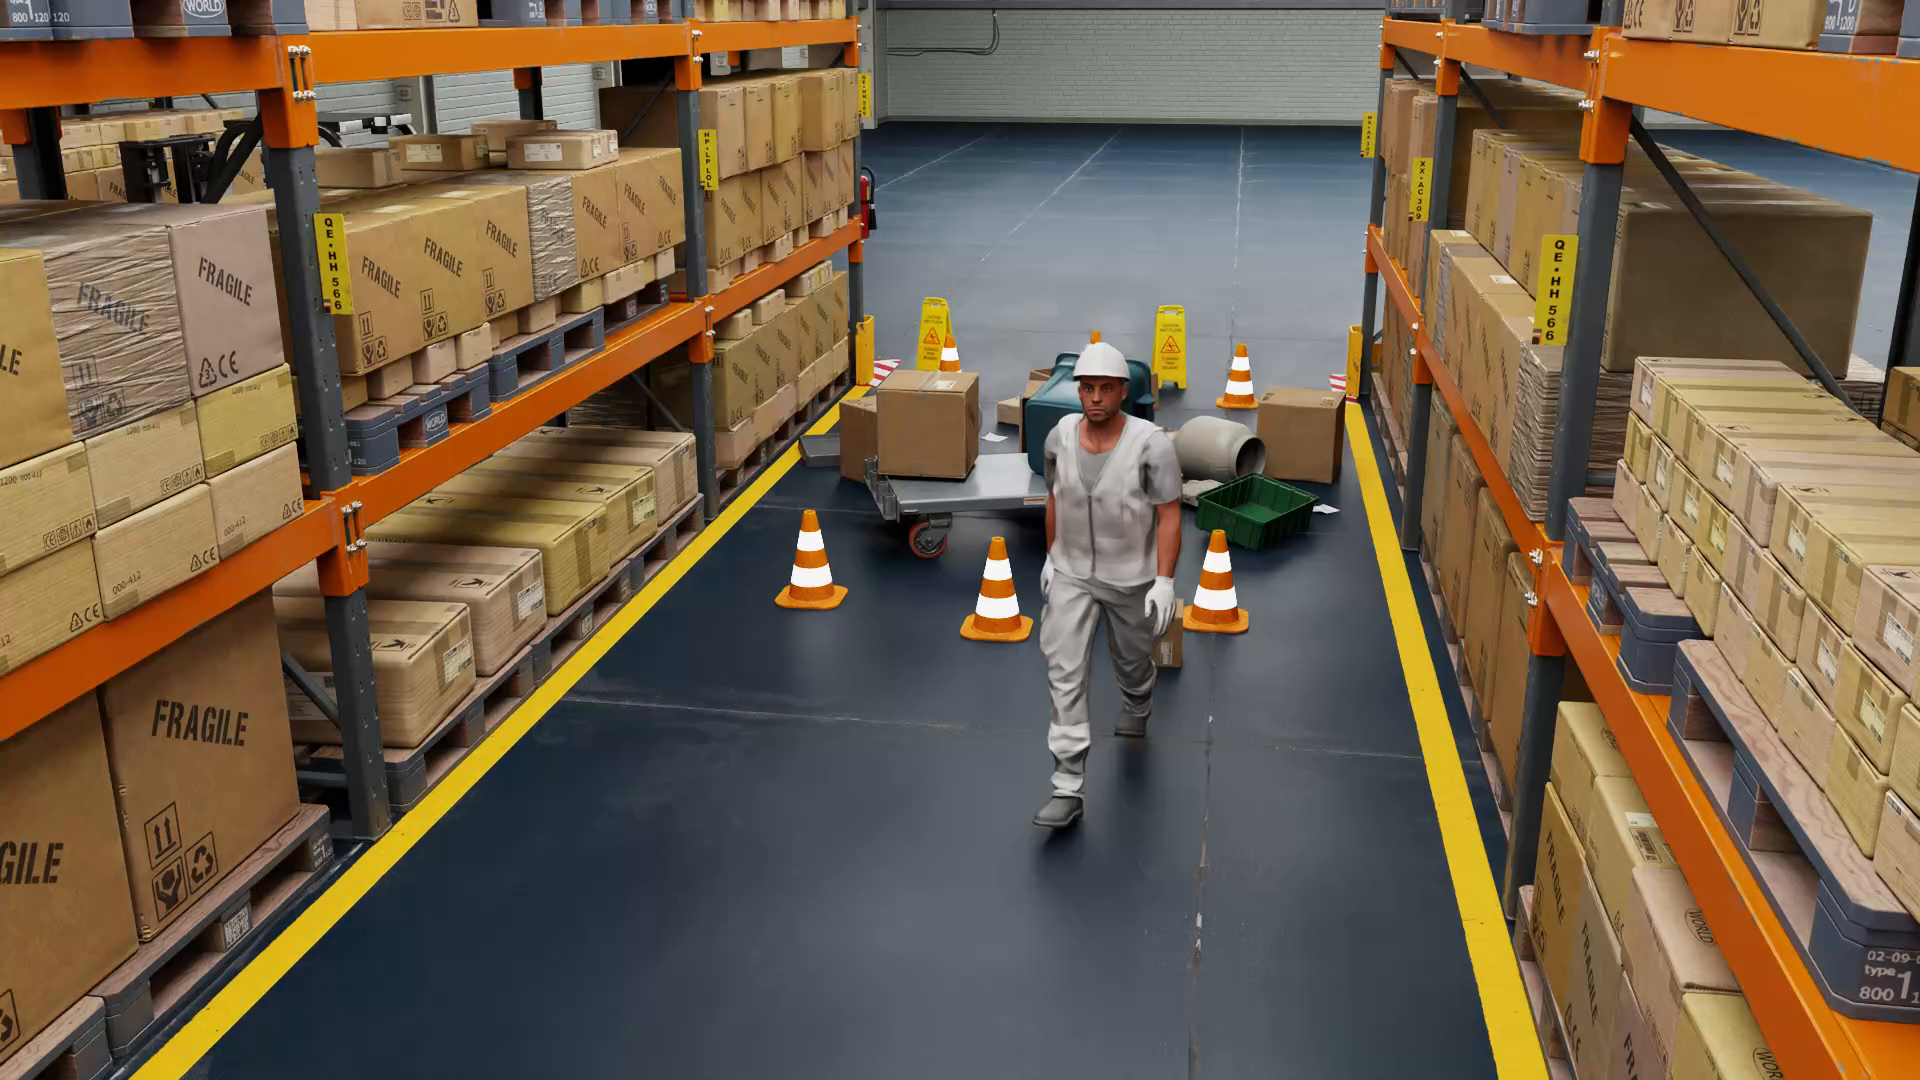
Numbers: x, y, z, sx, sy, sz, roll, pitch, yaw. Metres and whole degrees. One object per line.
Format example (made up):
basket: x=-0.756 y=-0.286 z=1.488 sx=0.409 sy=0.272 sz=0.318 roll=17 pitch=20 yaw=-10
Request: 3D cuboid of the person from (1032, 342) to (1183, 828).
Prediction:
person: x=0.549 y=0.122 z=6.163 sx=0.576 sy=1.747 sz=1.060 roll=6 pitch=19 yaw=18
